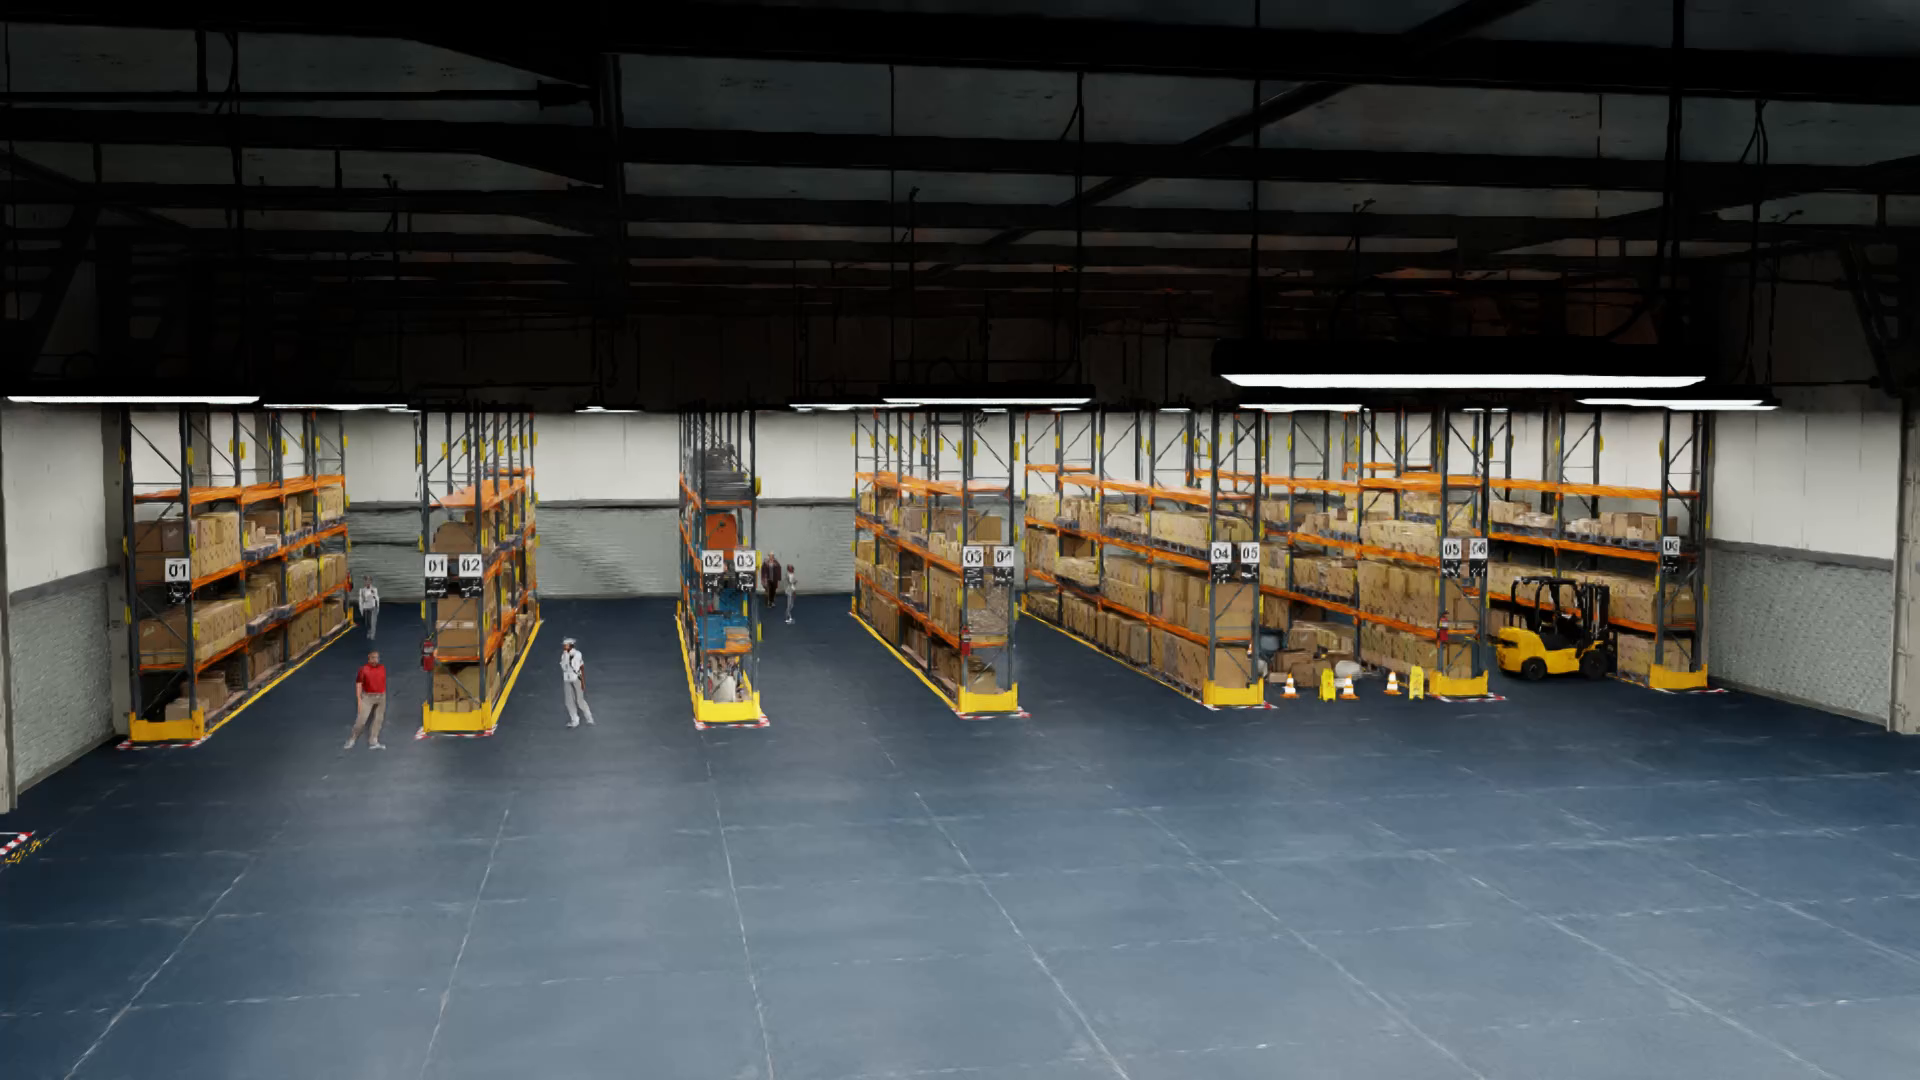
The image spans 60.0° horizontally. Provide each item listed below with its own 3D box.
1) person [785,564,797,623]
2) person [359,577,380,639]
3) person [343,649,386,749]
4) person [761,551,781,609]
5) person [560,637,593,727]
[{"bbox_3d":[-4.657,1.467,45.743,0.347,1.583,0.535,-2,5,-23],"label":"person"},{"bbox_3d":[-15.048,1.711,42.335,0.499,1.587,1.074,-1,4,-12],"label":"person"},{"bbox_3d":[-10.134,2.767,28.355,0.543,1.632,0.724,3,6,39],"label":"person"},{"bbox_3d":[-5.569,1.154,49.078,0.588,1.700,1.193,-1,4,-13],"label":"person"},{"bbox_3d":[-7.048,2.590,30.589,0.520,1.660,0.542,2,5,25],"label":"person"}]
